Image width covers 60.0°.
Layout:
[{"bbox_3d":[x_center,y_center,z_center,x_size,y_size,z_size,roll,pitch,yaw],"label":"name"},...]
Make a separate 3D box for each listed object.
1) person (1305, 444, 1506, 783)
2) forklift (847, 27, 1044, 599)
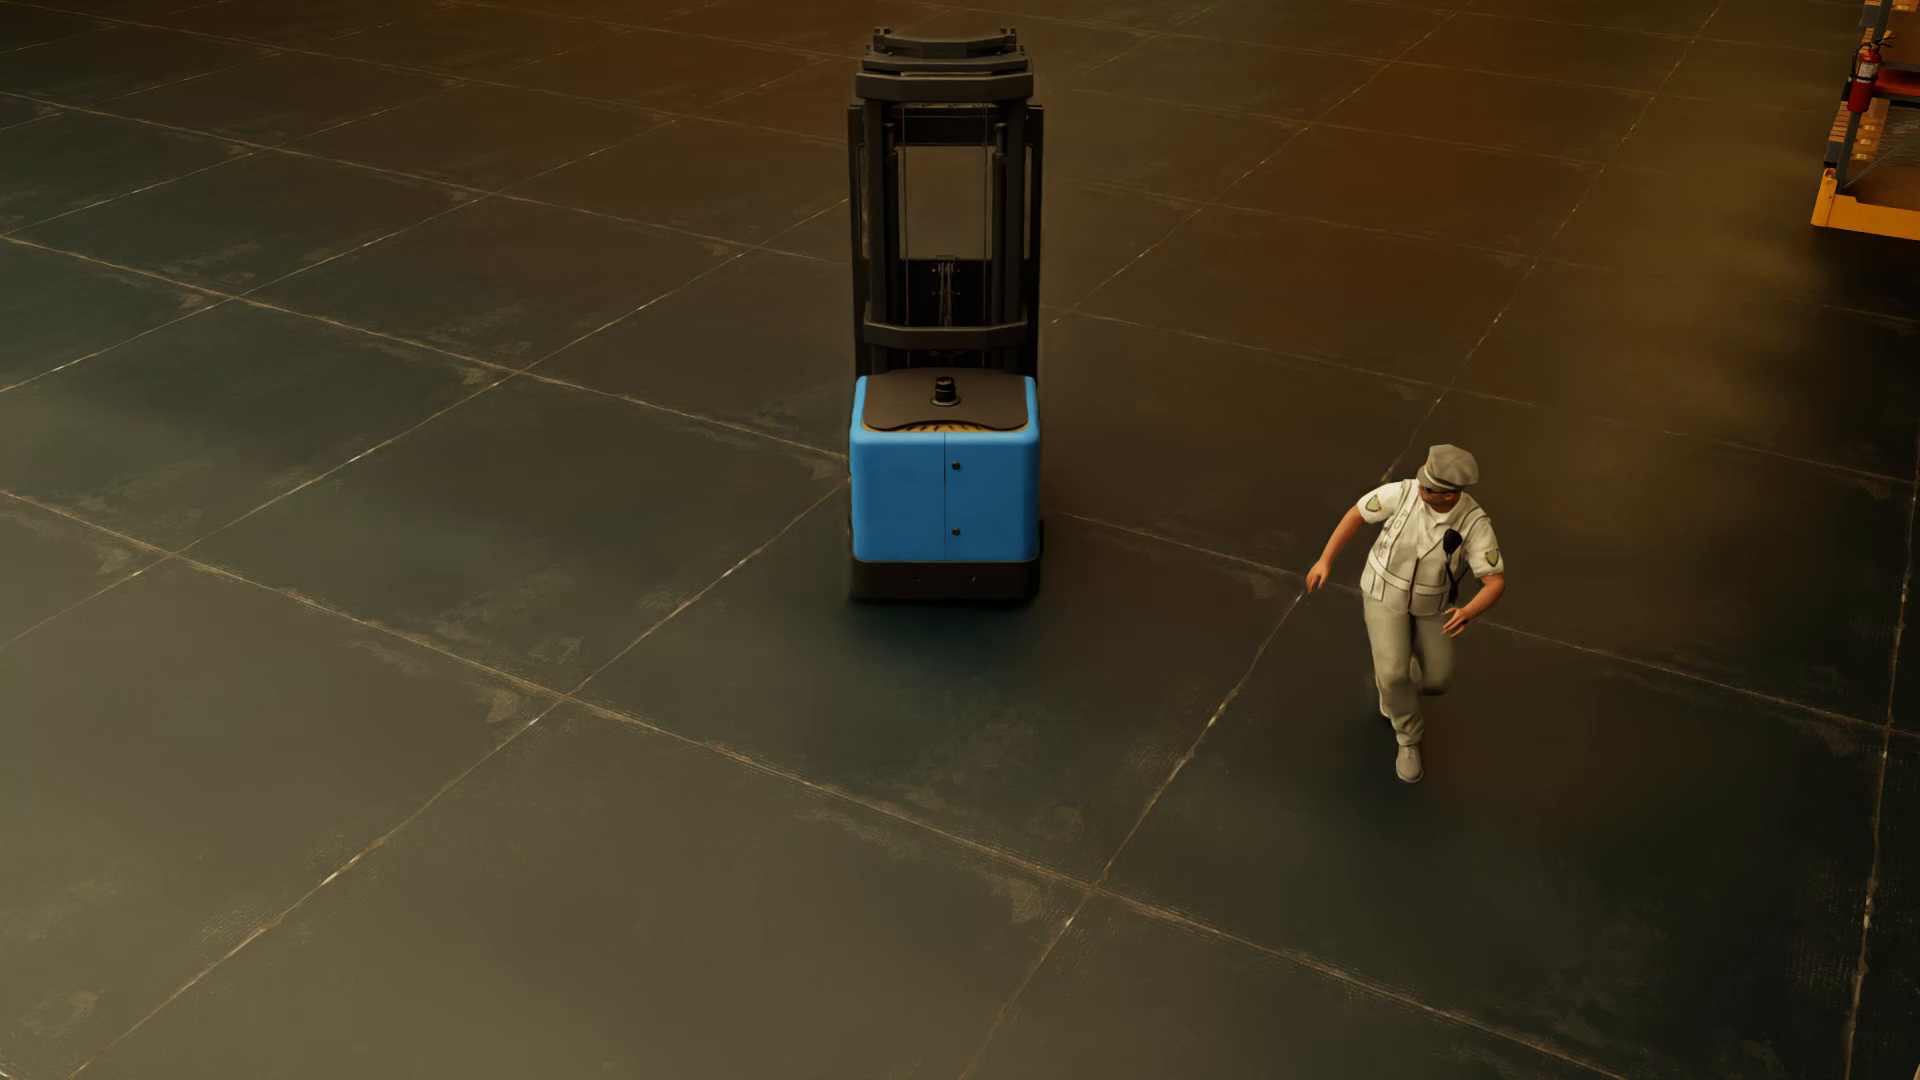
[{"bbox_3d":[2.080,0.312,7.853,0.873,1.642,0.863,4,30,7],"label":"person"},{"bbox_3d":[-0.081,-1.635,9.904,1.130,2.935,3.031,0,30,0],"label":"forklift"}]
